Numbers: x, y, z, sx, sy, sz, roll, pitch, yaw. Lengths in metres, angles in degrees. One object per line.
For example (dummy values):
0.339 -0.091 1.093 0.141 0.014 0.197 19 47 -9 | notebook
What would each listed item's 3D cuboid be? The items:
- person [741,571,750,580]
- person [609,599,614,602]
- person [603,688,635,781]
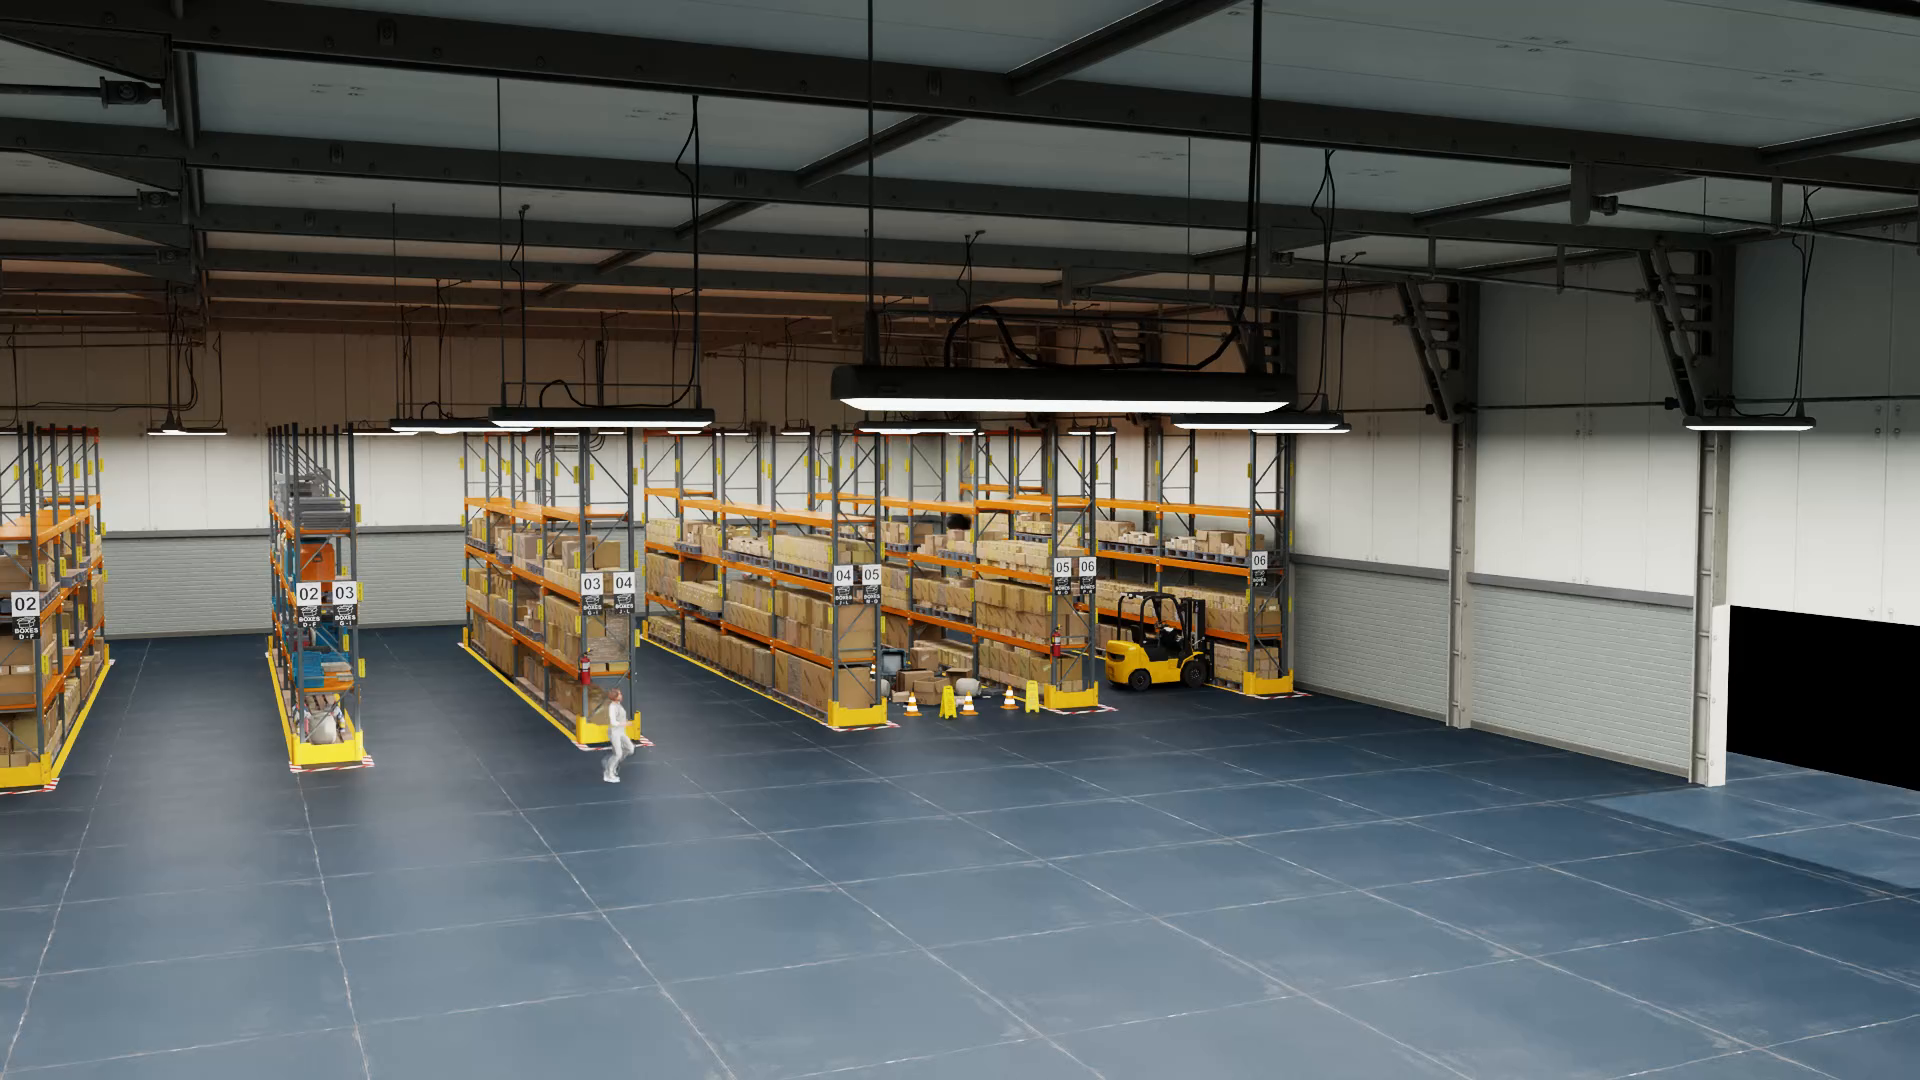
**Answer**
-6.515 1.766 50.371 0.640 1.734 0.637 -2 4 -26 | person
-10.188 2.027 47.102 0.603 1.628 0.852 1 4 9 | person
-5.681 3.242 27.714 0.563 1.563 0.522 0 4 6 | person
